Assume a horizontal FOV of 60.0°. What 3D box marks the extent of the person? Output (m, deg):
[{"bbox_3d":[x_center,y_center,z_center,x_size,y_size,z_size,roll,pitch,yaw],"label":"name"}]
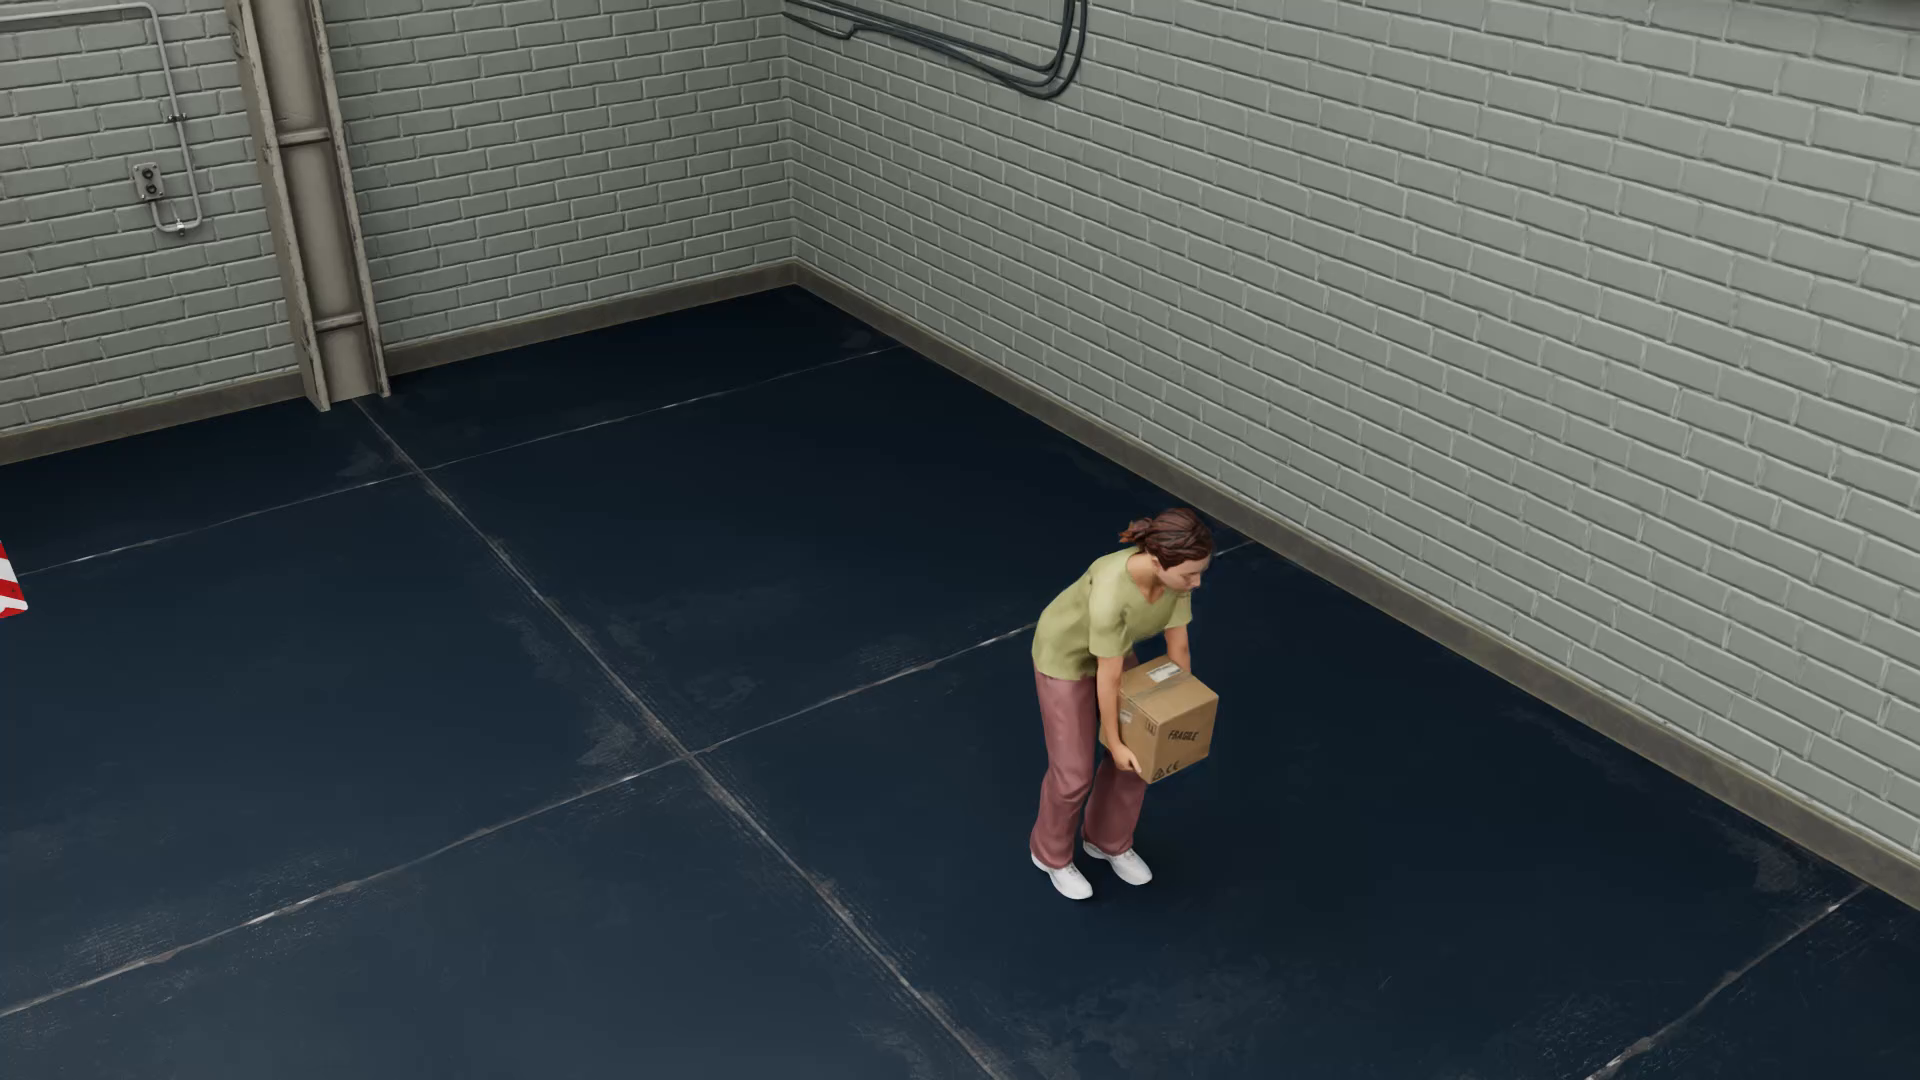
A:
[{"bbox_3d":[0.515,0.510,5.348,0.411,1.533,0.636,-20,34,-32],"label":"person"}]
